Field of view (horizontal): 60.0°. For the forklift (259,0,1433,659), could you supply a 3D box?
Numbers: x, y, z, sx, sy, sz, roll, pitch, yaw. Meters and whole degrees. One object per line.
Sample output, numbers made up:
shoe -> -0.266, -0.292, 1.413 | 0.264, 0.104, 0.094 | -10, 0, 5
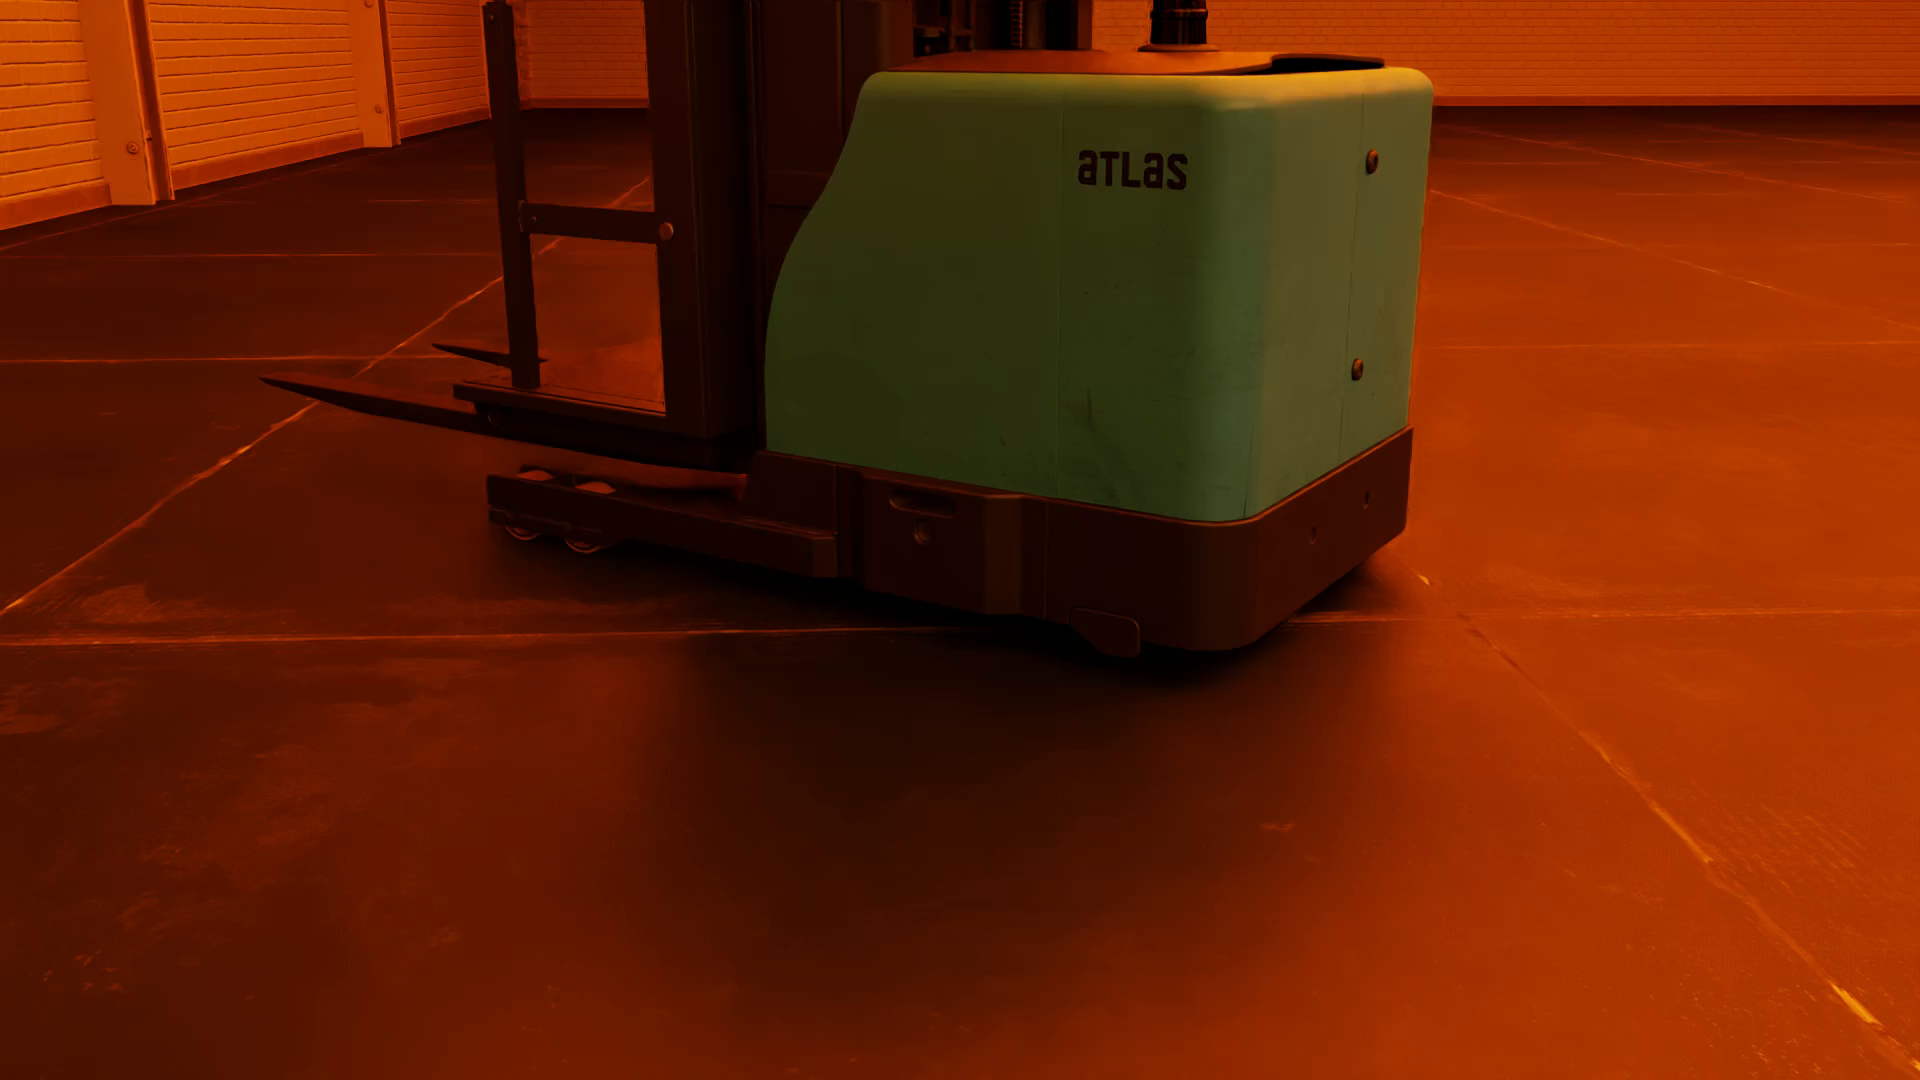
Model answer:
forklift -> -0.508, -1.487, 3.769 | 3.031, 2.935, 1.130 | 11, 20, 31
